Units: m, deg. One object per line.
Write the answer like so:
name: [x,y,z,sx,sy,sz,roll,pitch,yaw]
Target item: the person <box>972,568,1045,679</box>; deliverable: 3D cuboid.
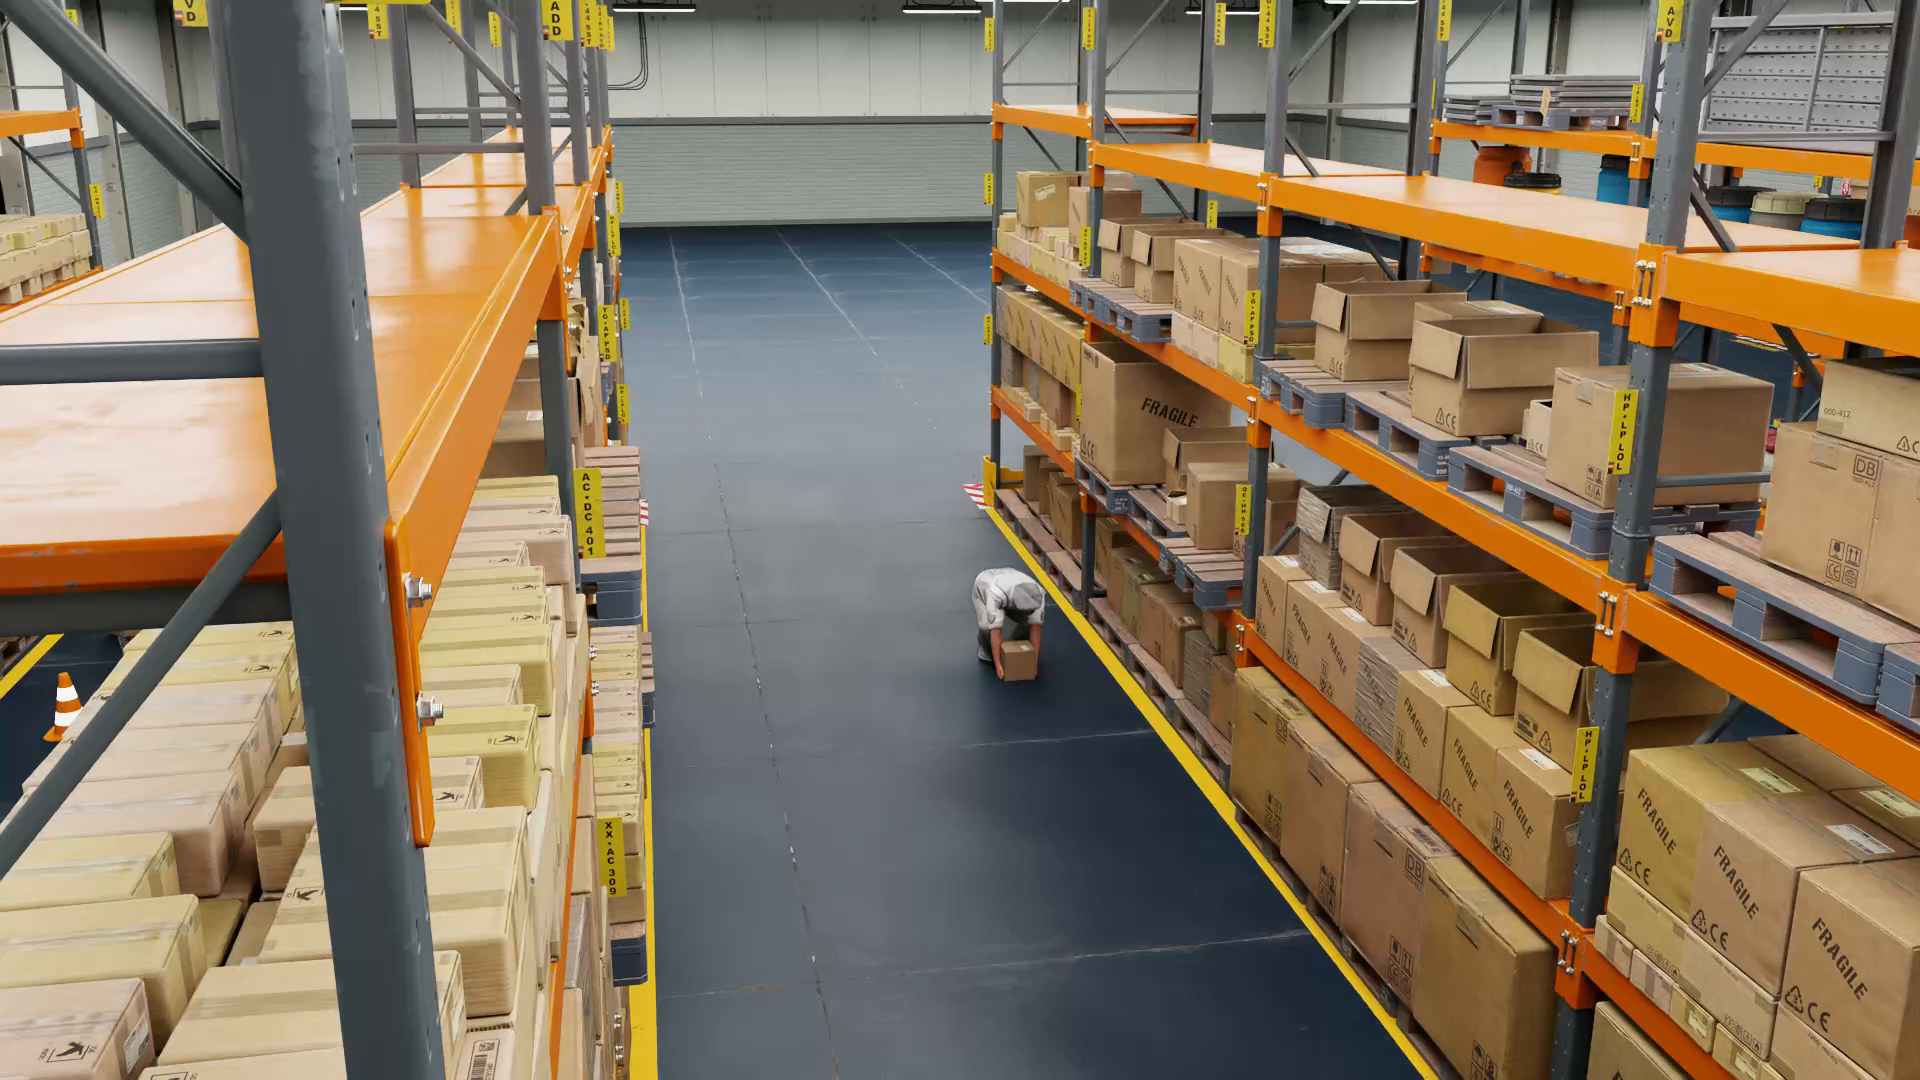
person: [0.404,0.634,13.585,0.531,0.829,1.015,-3,17,-12]
